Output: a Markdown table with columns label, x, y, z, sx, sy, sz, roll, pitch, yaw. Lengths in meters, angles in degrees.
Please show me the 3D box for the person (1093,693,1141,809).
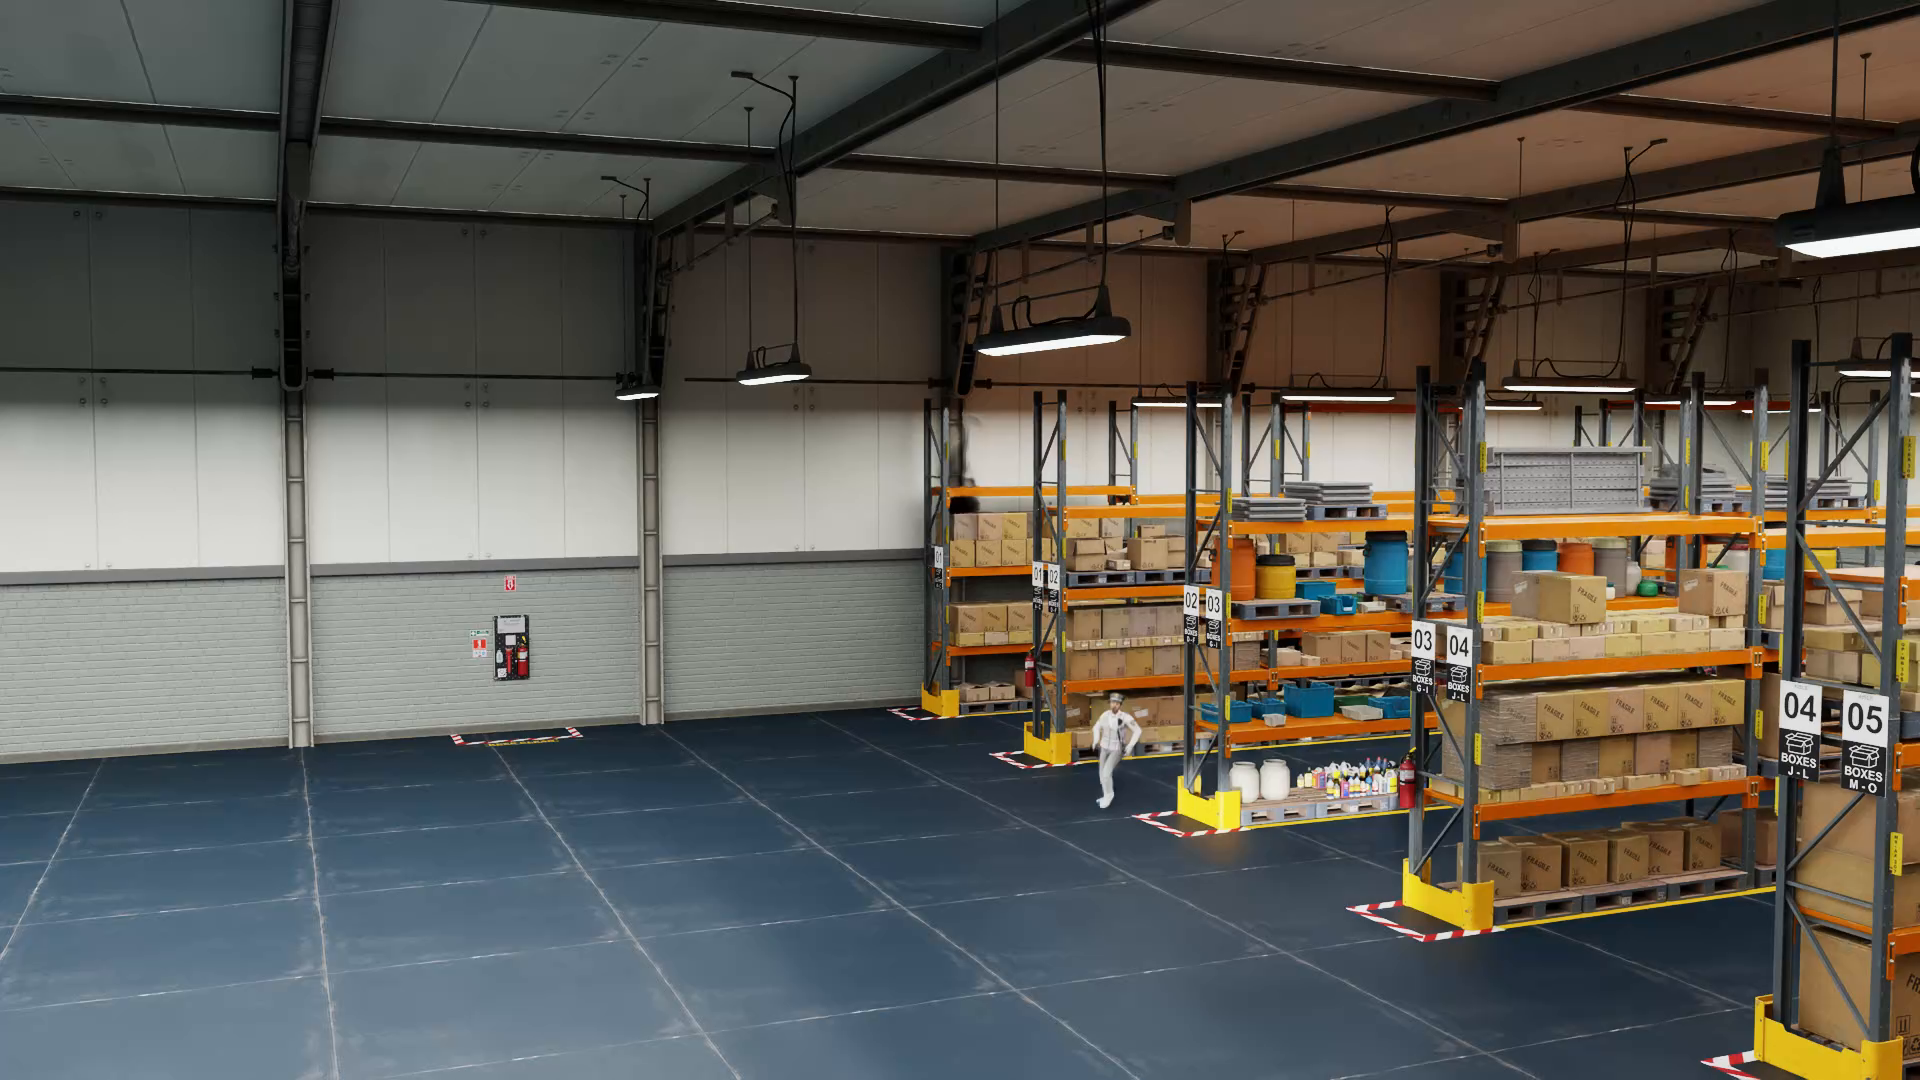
| label | x | y | z | sx | sy | sz | roll | pitch | yaw |
| --- | --- | --- | --- | --- | --- | --- | --- | --- | --- |
| person | 2.158 | 2.967 | 23.418 | 0.678 | 1.656 | 0.593 | 3 | 4 | 37 |
